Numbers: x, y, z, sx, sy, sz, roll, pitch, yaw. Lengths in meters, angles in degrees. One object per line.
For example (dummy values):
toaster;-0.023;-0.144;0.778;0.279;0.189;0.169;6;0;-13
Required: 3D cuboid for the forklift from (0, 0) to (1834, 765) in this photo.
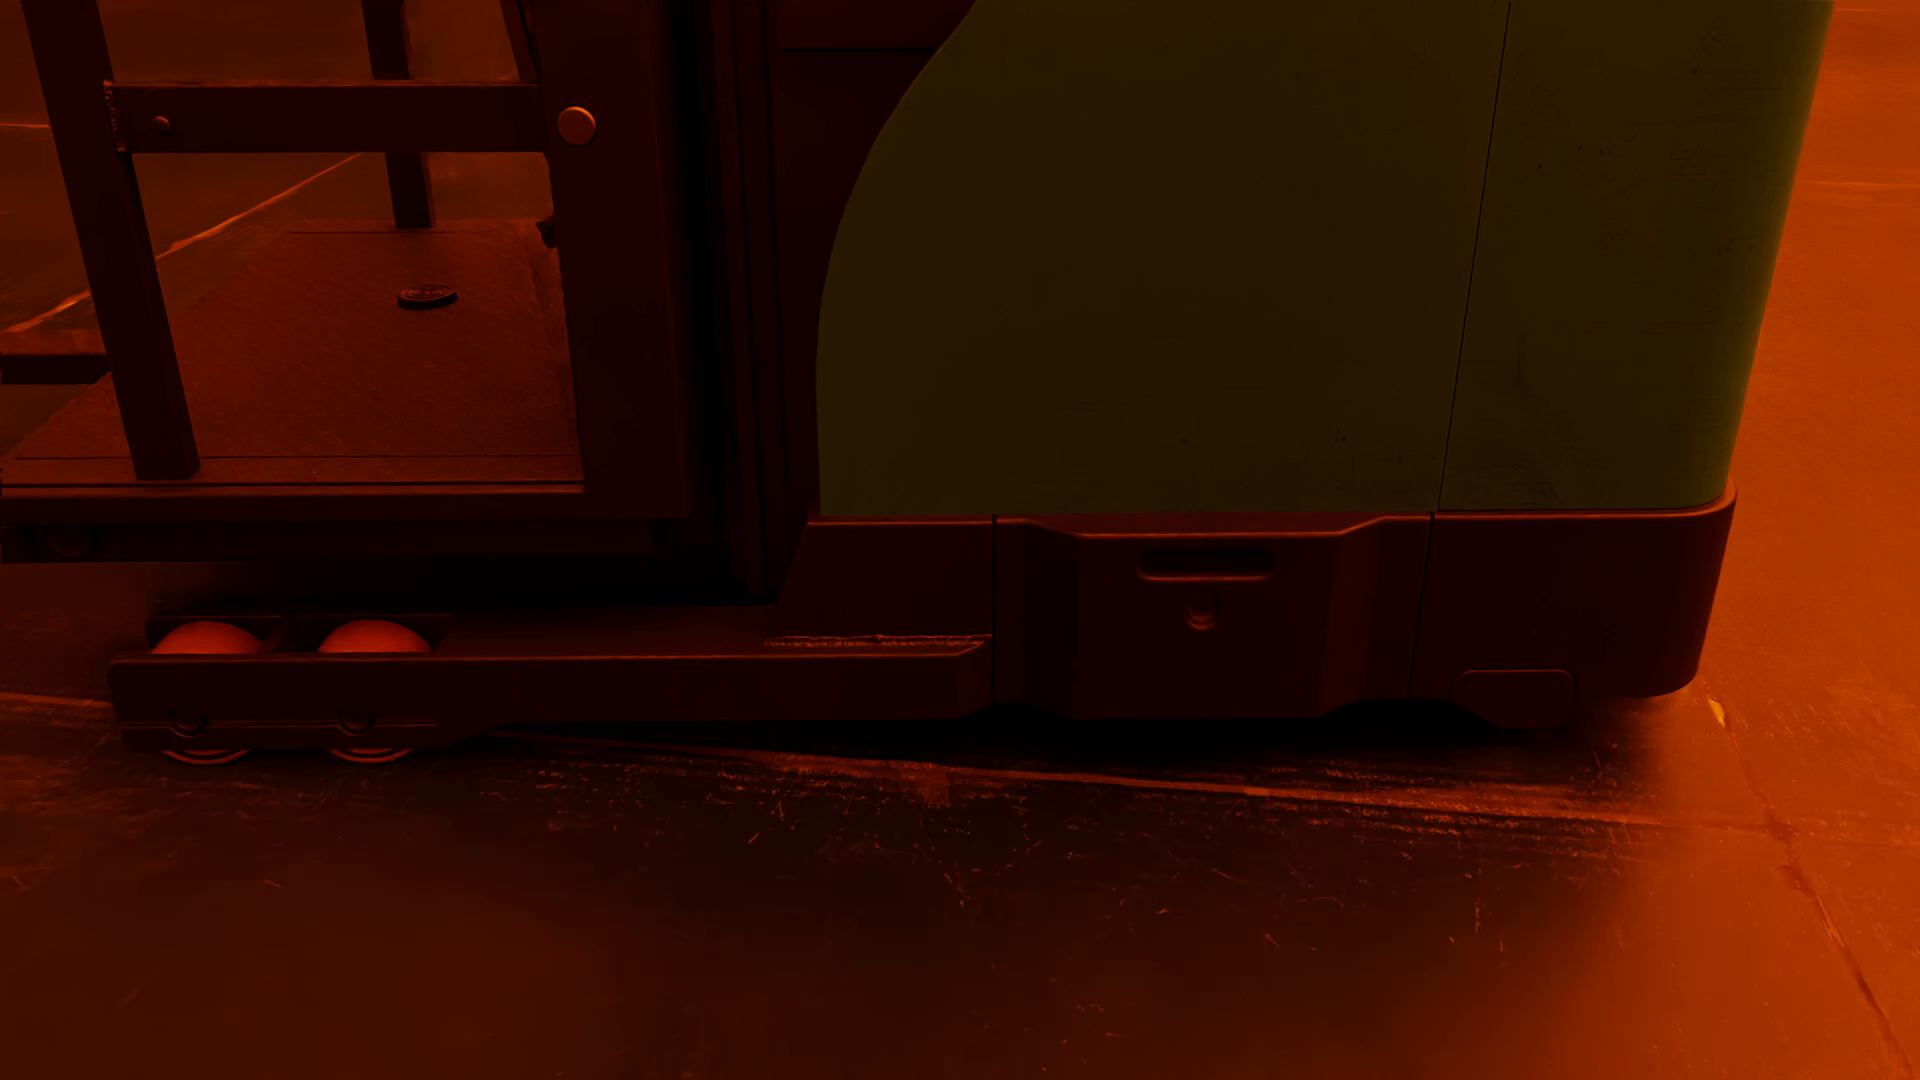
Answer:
forklift;-0.617;-1.284;1.791;3.031;2.935;1.130;0;27;-1
